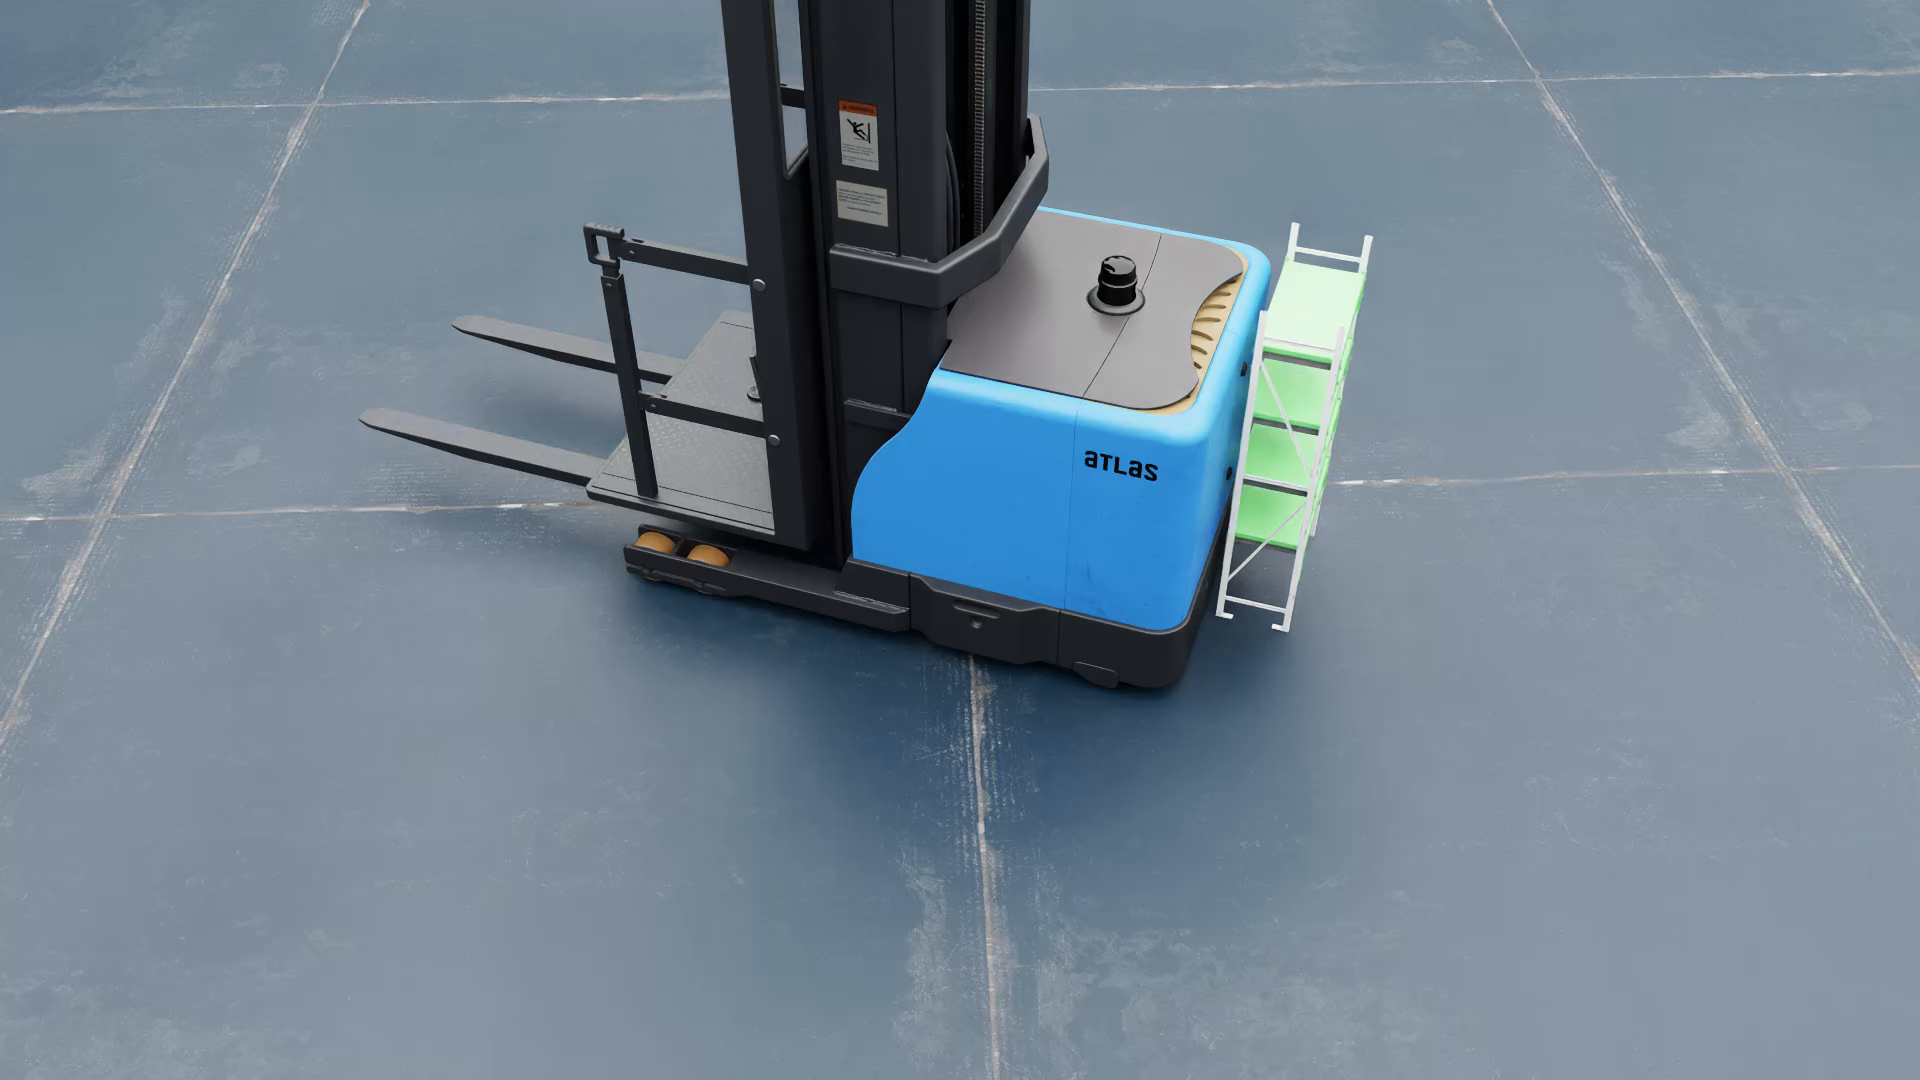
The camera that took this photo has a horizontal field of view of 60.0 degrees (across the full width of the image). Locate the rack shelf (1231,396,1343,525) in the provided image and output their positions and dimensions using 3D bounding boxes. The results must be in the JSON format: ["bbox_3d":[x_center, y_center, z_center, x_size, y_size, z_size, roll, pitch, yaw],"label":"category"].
[{"bbox_3d":[1.037,-0.281,5.263,0.258,0.148,0.480,13,44,14],"label":"rack shelf"}]

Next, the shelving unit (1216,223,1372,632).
[{"bbox_3d":[1.037,-0.328,5.220,0.258,1.200,0.503,13,44,14],"label":"shelving unit"}]

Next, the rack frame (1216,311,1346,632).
[{"bbox_3d":[0.958,-0.172,5.050,0.240,1.200,0.015,13,44,14],"label":"rack frame"}]

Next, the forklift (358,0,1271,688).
[{"bbox_3d":[-0.595,-1.221,4.913,3.031,2.935,1.130,13,44,14],"label":"forklift"}]

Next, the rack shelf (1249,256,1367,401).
[{"bbox_3d":[1.037,-0.635,4.939,0.258,0.148,0.480,13,44,14],"label":"rack shelf"}]

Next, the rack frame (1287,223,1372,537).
[{"bbox_3d":[1.115,-0.484,5.390,0.240,1.200,0.015,13,44,14],"label":"rack frame"}]

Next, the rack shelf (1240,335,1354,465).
[{"bbox_3d":[1.037,-0.458,5.101,0.258,0.148,0.480,13,44,14],"label":"rack shelf"}]

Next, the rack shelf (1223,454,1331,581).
[{"bbox_3d":[1.037,-0.104,5.425,0.258,0.148,0.480,13,44,14],"label":"rack shelf"}]
